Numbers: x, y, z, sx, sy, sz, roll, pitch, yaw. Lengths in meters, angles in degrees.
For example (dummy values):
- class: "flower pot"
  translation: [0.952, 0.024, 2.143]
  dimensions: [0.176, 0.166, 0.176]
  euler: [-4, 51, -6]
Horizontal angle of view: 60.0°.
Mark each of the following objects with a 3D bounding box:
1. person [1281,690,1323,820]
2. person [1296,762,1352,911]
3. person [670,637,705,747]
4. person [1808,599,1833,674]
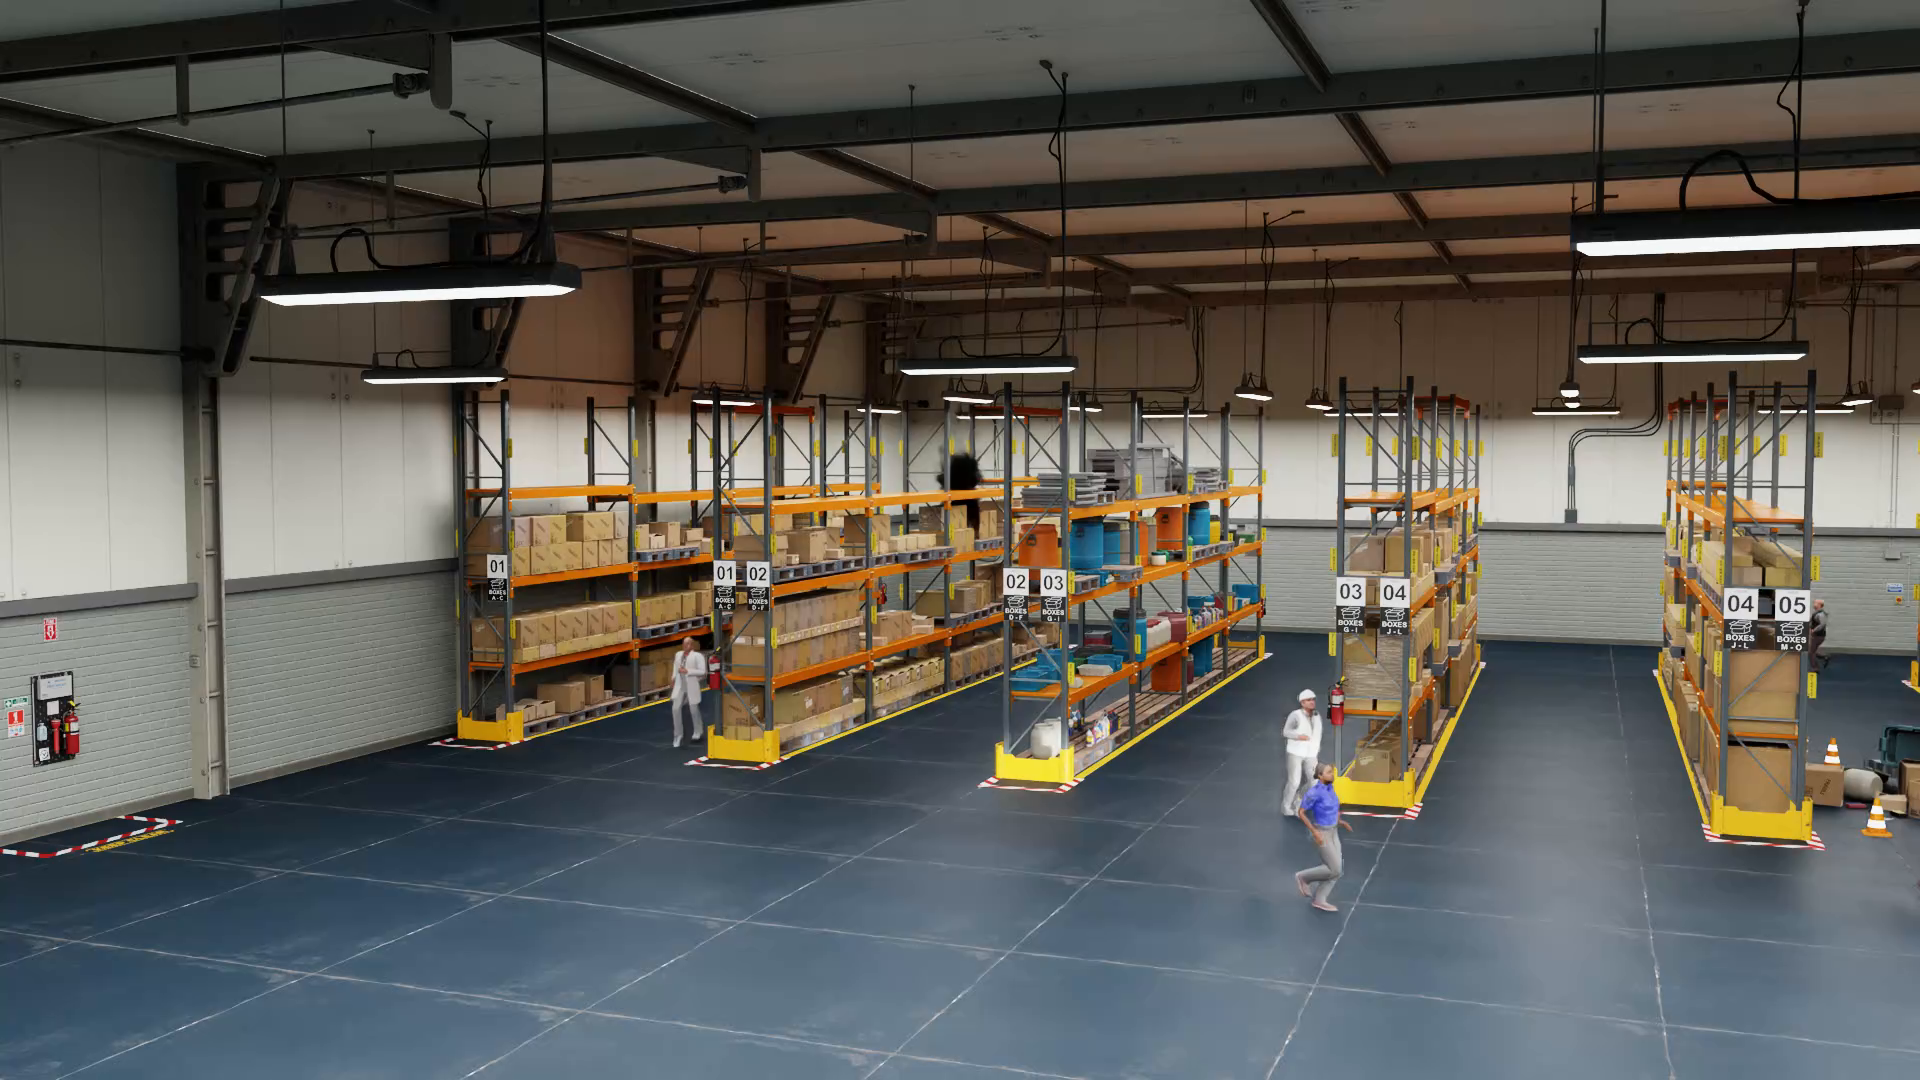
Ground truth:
- class: "person"
  translation: [4.674, 2.902, 22.425]
  dimensions: [0.665, 1.764, 0.672]
  euler: [-1, 3, -14]
- class: "person"
  translation: [3.953, 3.210, 18.019]
  dimensions: [0.559, 1.611, 0.575]
  euler: [3, 4, 40]
- class: "person"
  translation: [-4.613, 2.561, 28.189]
  dimensions: [0.673, 1.849, 0.857]
  euler: [1, 3, 12]
- class: "person"
  translation: [19.039, 2.141, 36.854]
  dimensions: [0.590, 1.680, 0.670]
  euler: [1, 3, 20]
